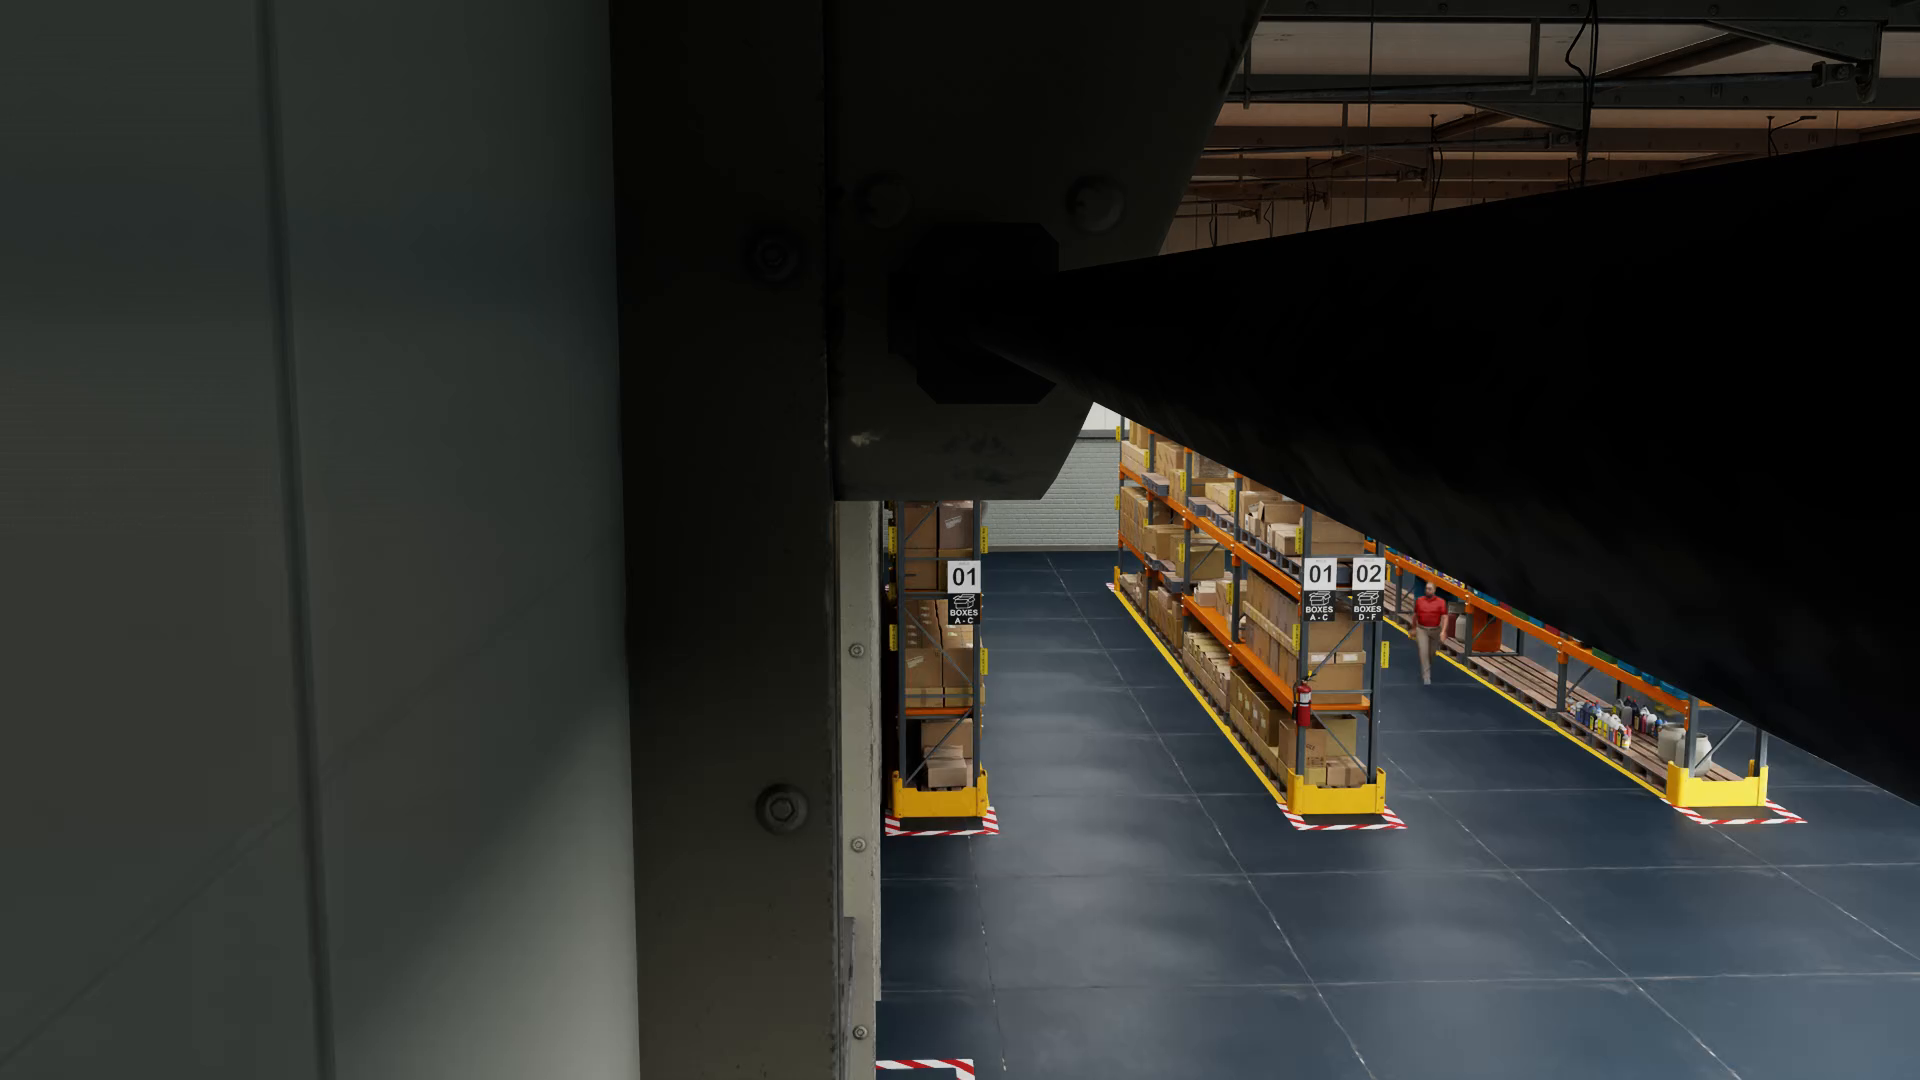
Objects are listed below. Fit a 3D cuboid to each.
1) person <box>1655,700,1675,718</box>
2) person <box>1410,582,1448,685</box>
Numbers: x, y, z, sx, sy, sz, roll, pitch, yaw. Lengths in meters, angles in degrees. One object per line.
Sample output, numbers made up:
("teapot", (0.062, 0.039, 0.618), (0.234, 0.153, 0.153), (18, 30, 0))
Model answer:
("person", (10.851, 1.803, 25.568), (0.601, 1.800, 0.565), (7, 11, 38))
("person", (7.810, 1.530, 27.622), (0.517, 1.672, 1.069), (0, 8, -1))
